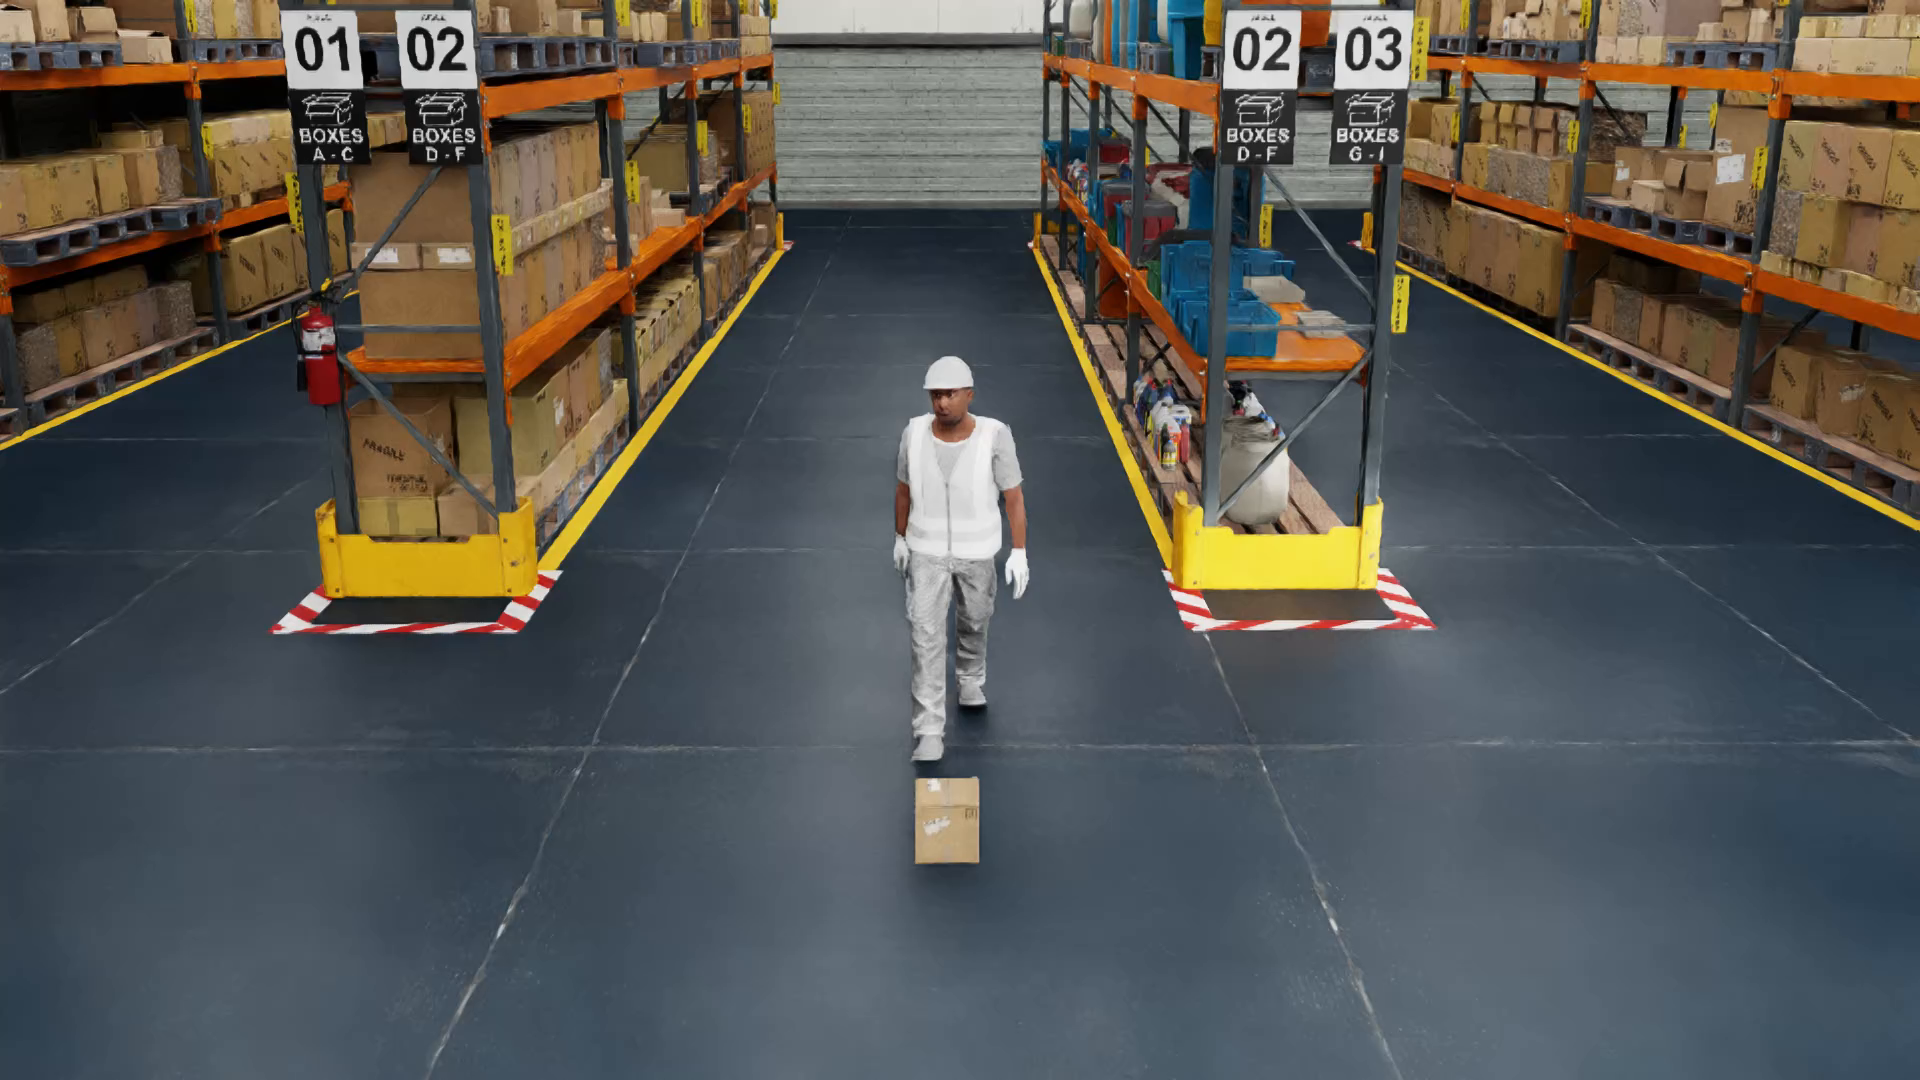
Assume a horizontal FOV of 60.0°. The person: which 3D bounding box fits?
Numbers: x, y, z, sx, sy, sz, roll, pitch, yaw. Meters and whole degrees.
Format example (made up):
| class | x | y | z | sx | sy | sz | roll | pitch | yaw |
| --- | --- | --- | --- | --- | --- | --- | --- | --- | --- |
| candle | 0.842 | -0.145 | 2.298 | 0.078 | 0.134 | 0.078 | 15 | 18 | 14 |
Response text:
| class | x | y | z | sx | sy | sz | roll | pitch | yaw |
| --- | --- | --- | --- | --- | --- | --- | --- | --- | --- |
| person | -0.006 | 0.053 | 7.367 | 0.634 | 1.755 | 0.961 | 2 | 17 | 6 |
